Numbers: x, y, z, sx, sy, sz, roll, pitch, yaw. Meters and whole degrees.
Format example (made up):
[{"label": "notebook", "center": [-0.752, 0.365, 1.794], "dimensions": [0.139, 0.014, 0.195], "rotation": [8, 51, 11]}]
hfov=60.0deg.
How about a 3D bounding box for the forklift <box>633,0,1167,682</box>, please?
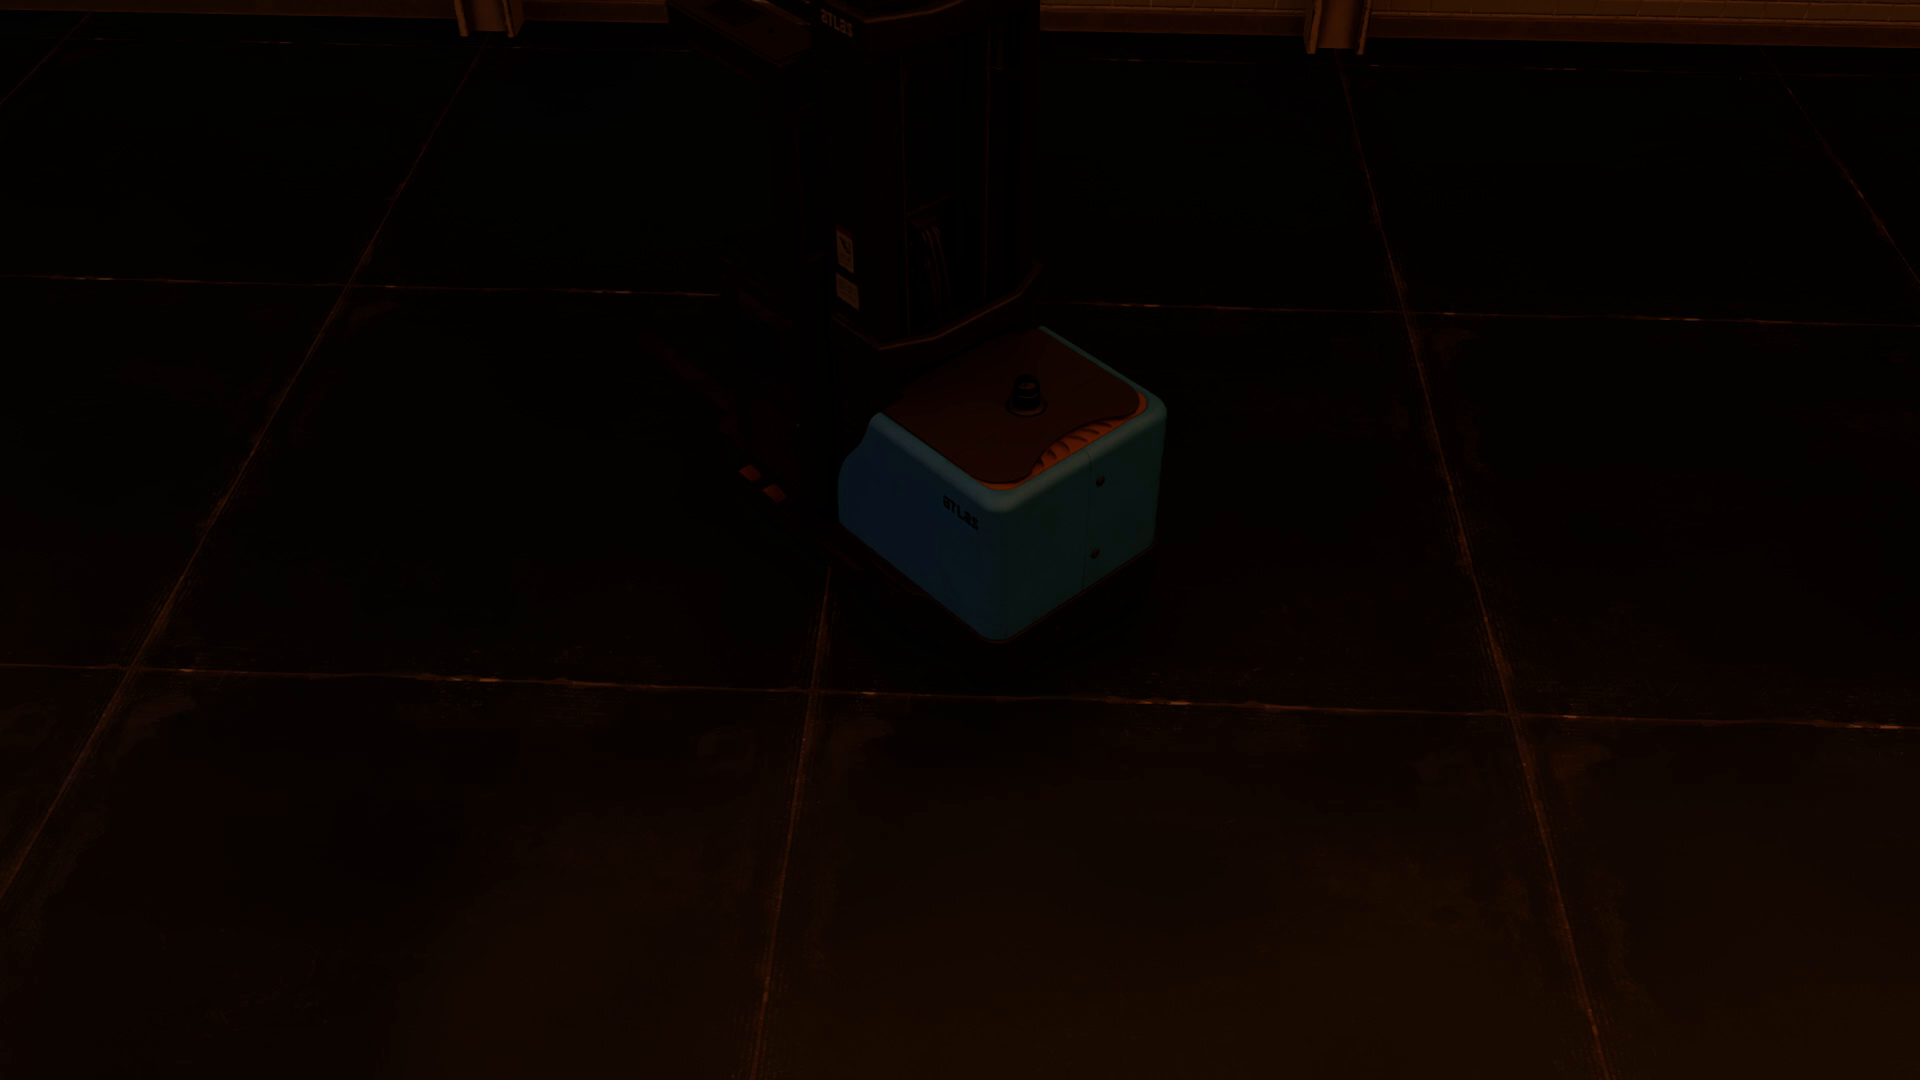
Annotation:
[{"label": "forklift", "center": [-0.470, -1.388, 7.262], "dimensions": [1.130, 2.935, 3.031], "rotation": [-31, 51, -29]}]
